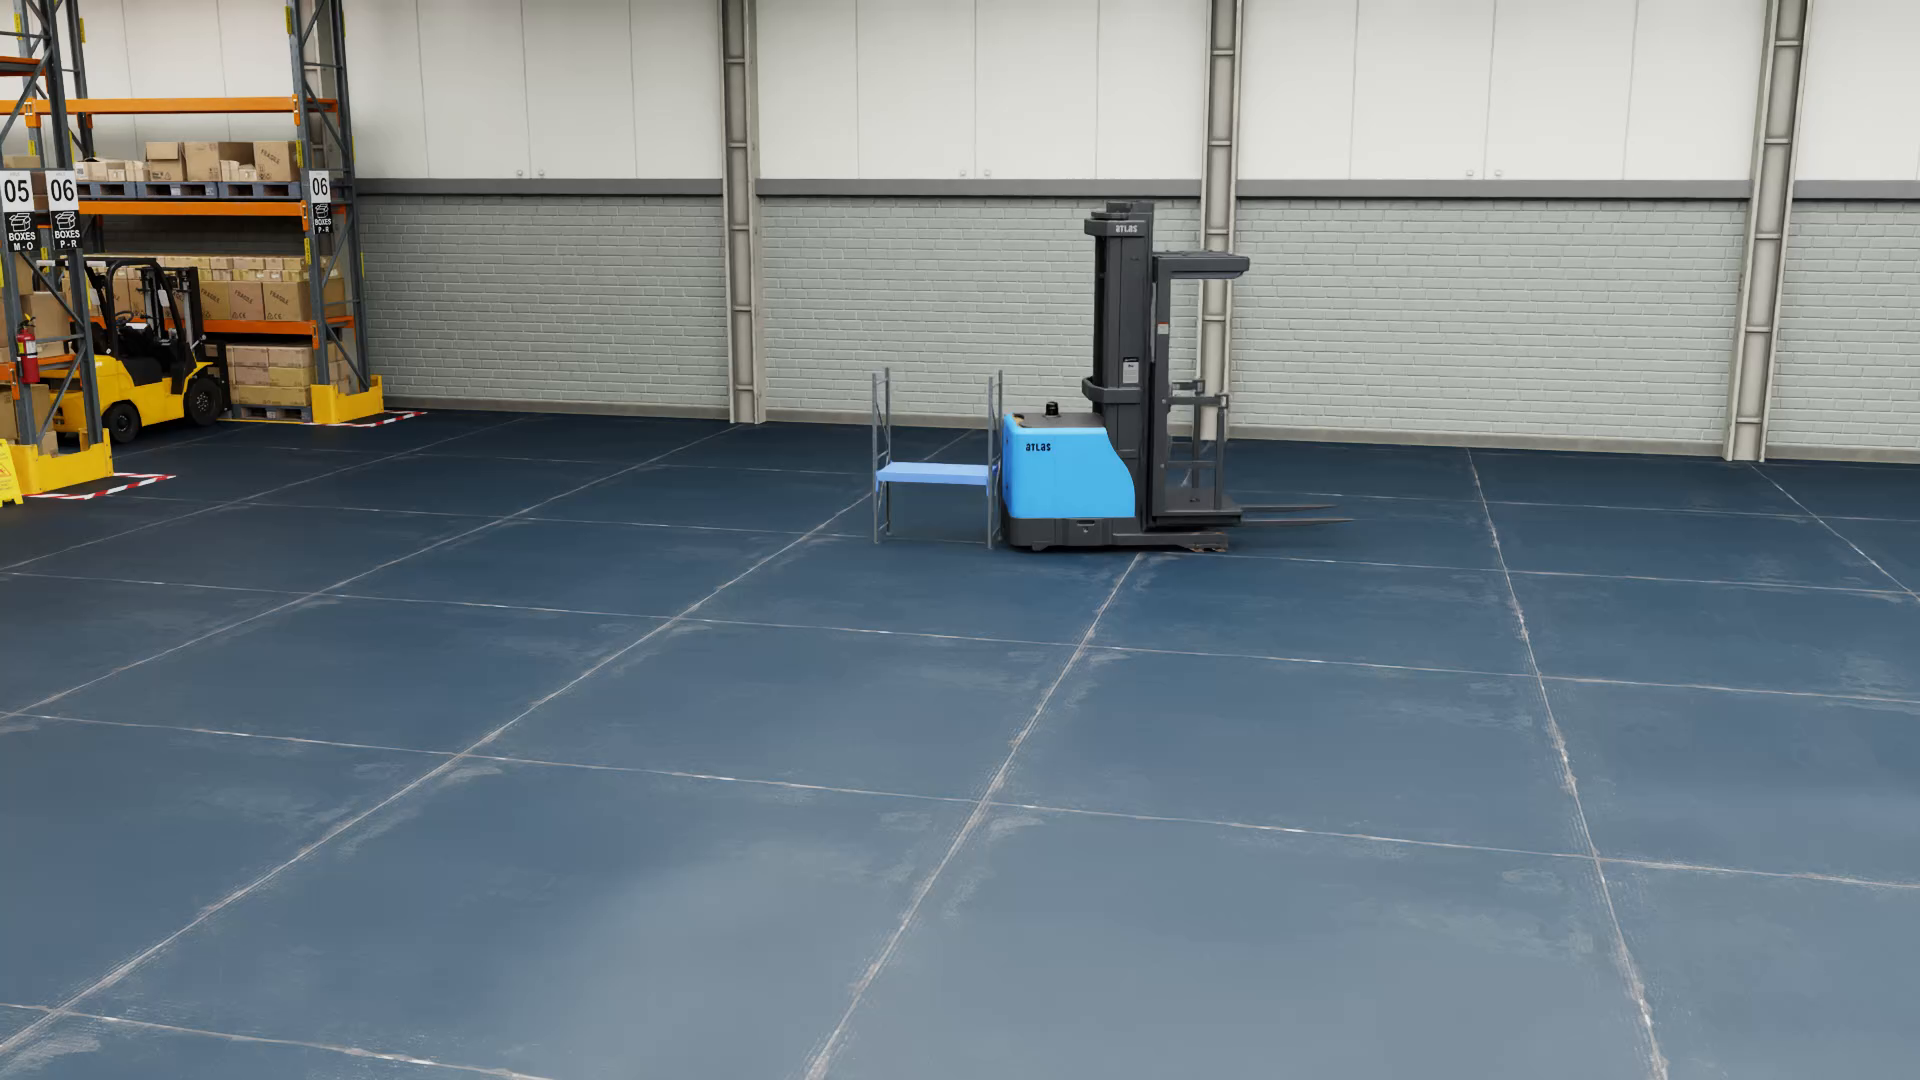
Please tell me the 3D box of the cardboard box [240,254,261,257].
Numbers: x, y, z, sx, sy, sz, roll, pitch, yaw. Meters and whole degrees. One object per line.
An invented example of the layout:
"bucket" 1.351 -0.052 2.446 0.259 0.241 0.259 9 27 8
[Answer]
"cardboard box" -9.406 -3.722 22.169 0.250 0.149 0.380 3 13 15

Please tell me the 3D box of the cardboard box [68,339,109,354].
"cardboard box" -11.616 -2.560 22.419 0.500 0.250 0.500 3 13 13

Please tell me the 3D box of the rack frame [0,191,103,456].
"rack frame" -9.313 -2.049 17.044 0.127 3.000 1.000 3 13 14

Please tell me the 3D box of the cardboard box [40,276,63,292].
"cardboard box" -12.549 -3.443 22.520 0.500 0.250 0.500 3 13 12

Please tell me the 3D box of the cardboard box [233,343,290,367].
"cardboard box" -9.146 -2.427 21.820 0.500 0.250 0.500 3 13 15

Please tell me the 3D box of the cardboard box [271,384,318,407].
"cardboard box" -8.659 -1.914 21.813 0.500 0.250 0.500 3 13 14

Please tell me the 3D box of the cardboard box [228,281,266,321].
"cardboard box" -9.169 -3.141 21.735 0.500 0.500 0.500 3 13 15

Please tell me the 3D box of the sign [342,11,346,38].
"sign" -7.988 -6.672 21.506 0.005 0.325 0.100 3 13 14

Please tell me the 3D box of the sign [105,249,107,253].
"sign" -11.879 -3.879 23.109 0.005 0.325 0.100 3 13 14

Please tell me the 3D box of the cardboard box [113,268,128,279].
"cardboard box" -11.031 -3.545 22.059 0.250 0.149 0.380 3 13 15

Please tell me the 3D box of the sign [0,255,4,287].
"sign" -9.465 -2.653 16.363 0.005 0.325 0.100 3 13 14

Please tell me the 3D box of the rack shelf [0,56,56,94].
"rack shelf" -11.255 -4.729 16.940 4.000 0.370 1.077 3 13 14

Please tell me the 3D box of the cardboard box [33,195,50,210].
"cardboard box" -9.557 -3.476 17.132 0.250 0.149 0.380 3 13 14

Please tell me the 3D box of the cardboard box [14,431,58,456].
"cardboard box" -10.030 -1.012 17.747 0.500 0.250 0.500 3 13 13

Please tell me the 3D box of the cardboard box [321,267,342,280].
"cardboard box" -8.394 -3.531 21.994 0.250 0.149 0.380 3 13 12

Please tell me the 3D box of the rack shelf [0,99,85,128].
"rack shelf" -13.952 -5.787 22.625 4.000 0.370 1.077 3 13 14

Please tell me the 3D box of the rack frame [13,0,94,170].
"rack frame" -12.011 -6.229 22.036 0.127 3.000 1.000 3 13 14

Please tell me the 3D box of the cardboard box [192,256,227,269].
"cardboard box" -9.789 -3.623 21.724 0.250 0.149 0.380 3 13 15

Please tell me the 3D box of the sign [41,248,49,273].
"sign" -12.131 -3.713 22.052 0.005 0.325 0.100 3 13 14

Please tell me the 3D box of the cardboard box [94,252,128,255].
"cardboard box" -11.628 -3.858 22.784 0.250 0.149 0.380 3 13 14

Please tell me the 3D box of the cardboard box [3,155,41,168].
"cardboard box" -9.609 -3.841 16.937 0.250 0.149 0.380 3 13 13

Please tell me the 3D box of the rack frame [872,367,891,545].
"rack frame" -0.688 -0.743 14.621 0.032 1.500 0.500 3 13 12

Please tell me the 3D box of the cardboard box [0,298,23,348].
"cardboard box" -9.906 -2.213 16.867 0.500 0.500 0.500 3 13 13

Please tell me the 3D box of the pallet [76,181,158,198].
"pallet" -11.176 -4.683 22.195 1.213 0.211 1.003 3 13 14

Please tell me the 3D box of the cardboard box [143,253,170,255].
"cardboard box" -10.877 -3.826 22.637 0.250 0.149 0.380 3 13 12

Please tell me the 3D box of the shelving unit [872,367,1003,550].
"shelving unit" -0.190 -0.720 14.518 1.048 1.500 0.538 3 13 12

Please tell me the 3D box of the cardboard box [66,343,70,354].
"cardboard box" -12.520 -2.371 23.009 0.625 0.625 0.875 4 13 16

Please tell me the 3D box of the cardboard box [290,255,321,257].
"cardboard box" -8.645 -3.693 22.039 0.250 0.149 0.380 4 13 15

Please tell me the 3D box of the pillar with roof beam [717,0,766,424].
"pillar with roof beam" -3.793 -5.031 16.633 0.400 9.000 9.100 3 13 14

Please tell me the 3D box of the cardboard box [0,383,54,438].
"cardboard box" -10.053 -1.379 17.671 0.500 0.500 0.500 3 13 12

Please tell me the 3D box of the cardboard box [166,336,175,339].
"cardboard box" -10.991 -2.643 22.793 0.500 0.250 0.500 3 13 13

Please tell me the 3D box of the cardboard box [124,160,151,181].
"cardboard box" -10.642 -4.812 21.684 0.258 0.266 0.396 3 13 12

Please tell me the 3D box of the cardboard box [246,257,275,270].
"cardboard box" -9.033 -3.592 21.584 0.250 0.149 0.380 3 13 15

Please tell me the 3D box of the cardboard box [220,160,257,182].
"cardboard box" -9.251 -4.738 21.348 0.258 0.266 0.396 3 13 14

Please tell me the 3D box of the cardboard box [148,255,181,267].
"cardboard box" -10.503 -3.682 21.990 0.250 0.149 0.380 3 13 13

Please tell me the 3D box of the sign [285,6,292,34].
"sign" -8.271 -6.403 20.479 0.005 0.325 0.100 3 13 14

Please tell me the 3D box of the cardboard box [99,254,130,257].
"cardboard box" -11.247 -3.727 22.190 0.250 0.149 0.380 3 13 12

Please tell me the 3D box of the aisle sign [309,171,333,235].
"aisle sign" -8.134 -4.297 21.174 0.004 0.787 0.394 3 13 14

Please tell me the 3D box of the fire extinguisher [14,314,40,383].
"fire extinguisher" -9.312 -1.908 16.589 0.183 0.674 0.296 3 13 14

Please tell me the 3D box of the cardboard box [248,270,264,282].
"cardboard box" -9.023 -3.451 21.635 0.250 0.149 0.380 3 13 15

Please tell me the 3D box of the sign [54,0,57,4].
"sign" -9.183 -5.587 16.799 0.005 0.325 0.100 3 13 14

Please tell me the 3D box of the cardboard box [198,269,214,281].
"cardboard box" -9.782 -3.479 21.761 0.250 0.149 0.380 3 13 14

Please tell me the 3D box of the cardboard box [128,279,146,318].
"cardboard box" -10.641 -3.222 22.100 0.500 0.500 0.500 3 13 13

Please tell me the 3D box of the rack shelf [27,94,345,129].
"rack shelf" -10.069 -5.579 21.689 4.000 0.370 1.077 3 13 14

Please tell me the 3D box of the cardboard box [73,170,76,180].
"cardboard box" -11.648 -4.809 21.939 0.250 0.149 0.380 3 13 15

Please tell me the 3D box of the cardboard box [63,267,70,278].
"cardboard box" -11.764 -3.594 22.280 0.250 0.149 0.380 3 13 13

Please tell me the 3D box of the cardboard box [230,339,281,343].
"cardboard box" -9.517 -2.562 22.426 0.500 0.250 0.500 3 13 13

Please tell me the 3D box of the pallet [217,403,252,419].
"pallet" -10.060 -1.826 22.478 1.213 0.211 1.003 3 13 14

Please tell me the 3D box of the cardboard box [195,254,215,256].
"cardboard box" -10.154 -3.765 22.365 0.250 0.149 0.380 3 13 15

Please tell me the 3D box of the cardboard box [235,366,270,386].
"cardboard box" -9.159 -2.188 21.893 0.500 0.250 0.500 3 13 13

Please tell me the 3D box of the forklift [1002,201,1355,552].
"forklift" 1.914 -1.441 14.462 3.031 2.935 1.130 -1 13 -3
